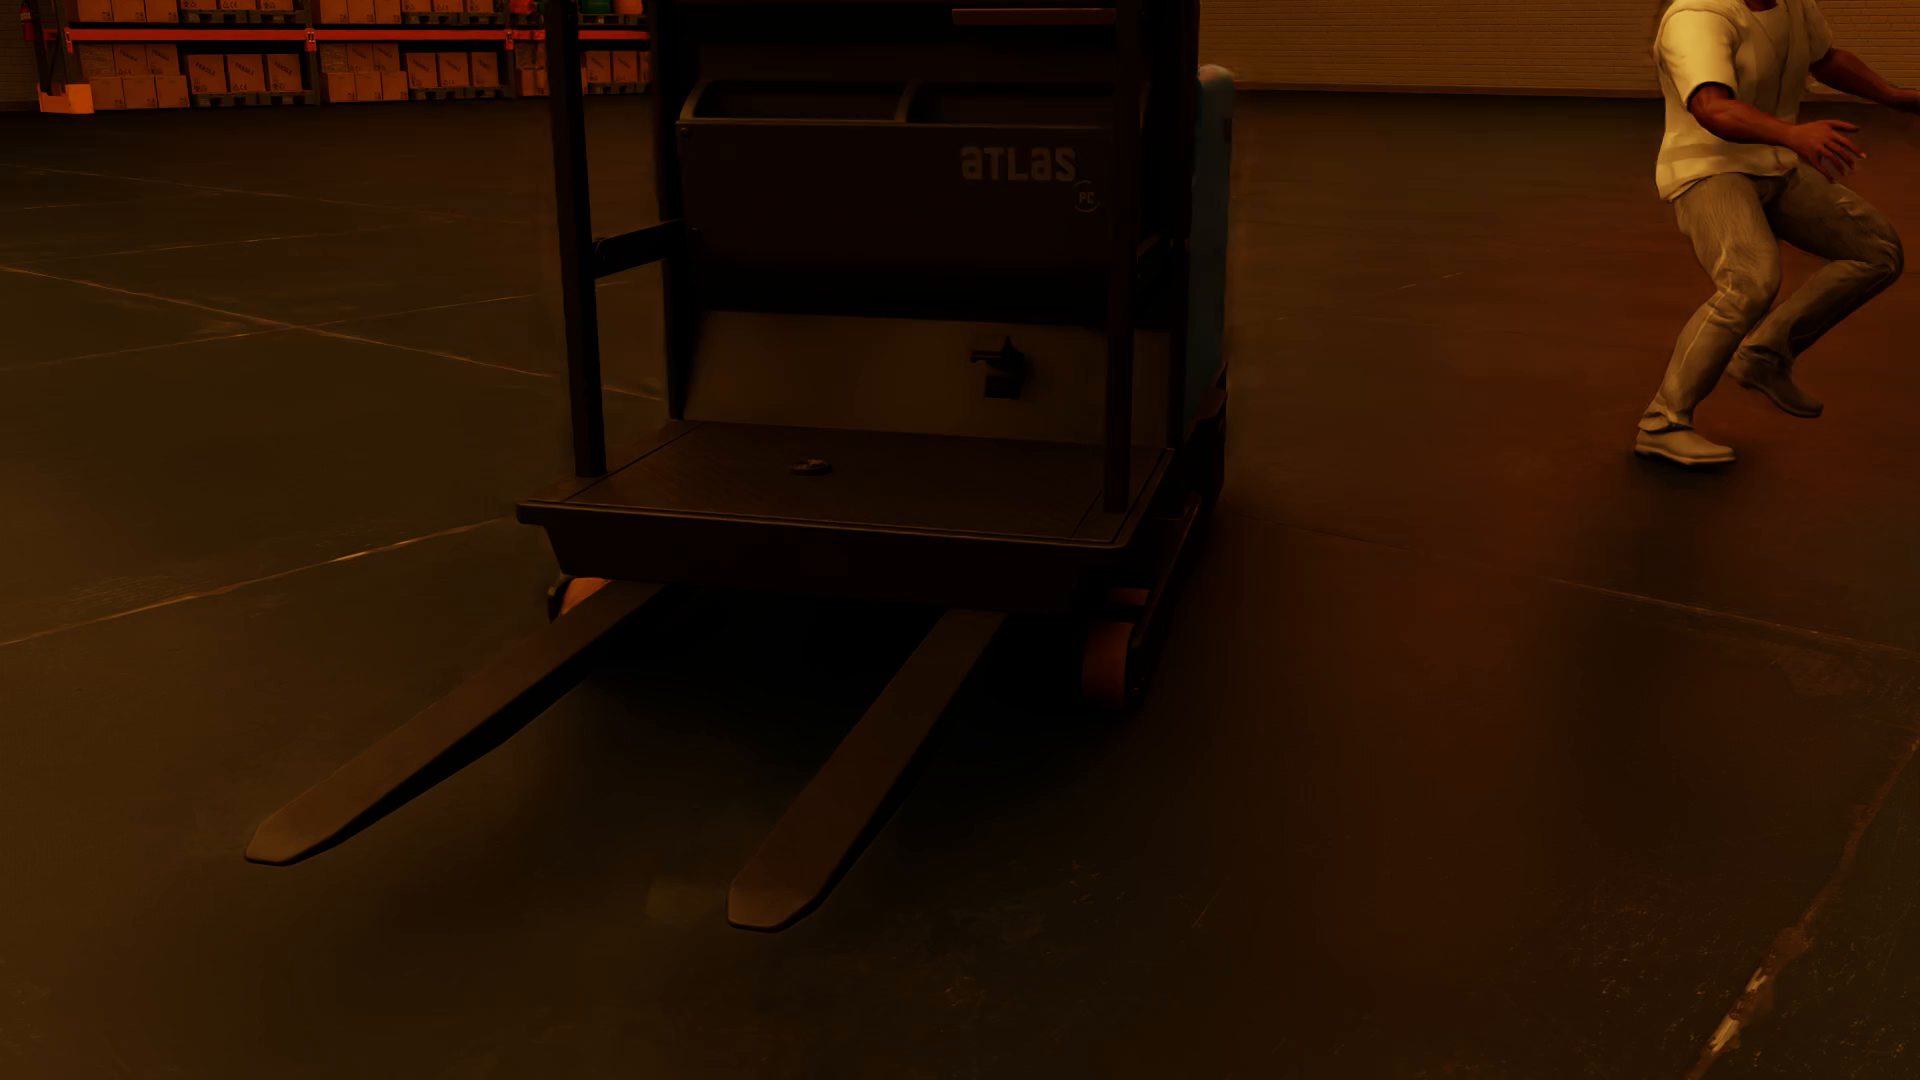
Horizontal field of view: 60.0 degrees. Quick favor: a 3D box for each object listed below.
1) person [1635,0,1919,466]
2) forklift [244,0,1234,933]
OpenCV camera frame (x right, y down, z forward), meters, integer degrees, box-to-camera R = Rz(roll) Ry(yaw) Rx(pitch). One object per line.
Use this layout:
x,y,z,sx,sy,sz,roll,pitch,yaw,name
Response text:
2.338,-1.038,4.658,0.938,1.578,0.777,-10,20,-31,person
-0.146,-1.220,2.914,1.130,2.935,3.031,4,17,14,forklift
